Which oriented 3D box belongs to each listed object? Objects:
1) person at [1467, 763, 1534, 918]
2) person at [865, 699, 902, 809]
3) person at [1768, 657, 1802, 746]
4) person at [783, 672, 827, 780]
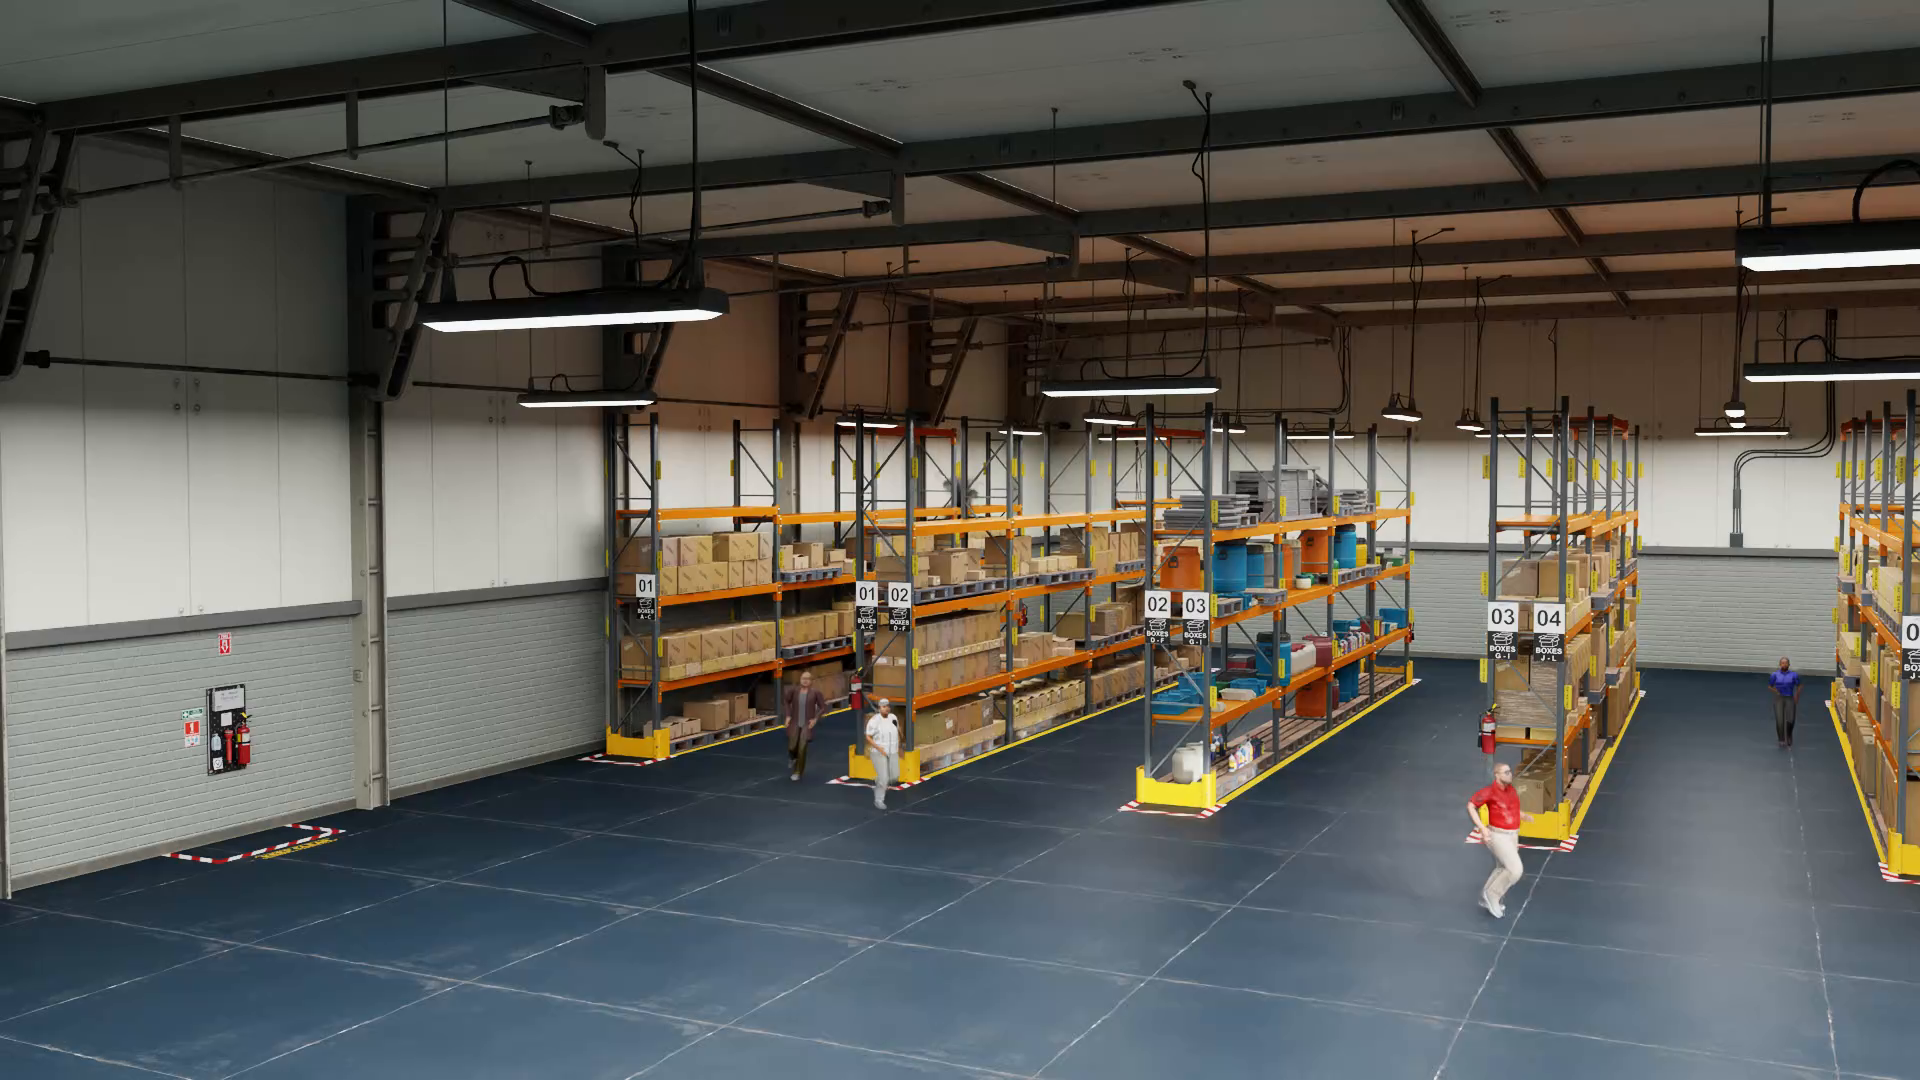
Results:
[{"bbox_3d":[6.103,3.362,18.614,0.637,1.720,0.682,-2,3,-42],"label":"person"},{"bbox_3d":[-1.129,3.163,24.711,0.626,1.640,0.595,-2,3,-32],"label":"person"},{"bbox_3d":[14.848,2.970,29.931,0.565,1.522,0.551,1,3,25],"label":"person"},{"bbox_3d":[-2.532,3.030,27.075,0.732,1.770,0.632,0,2,2],"label":"person"}]
